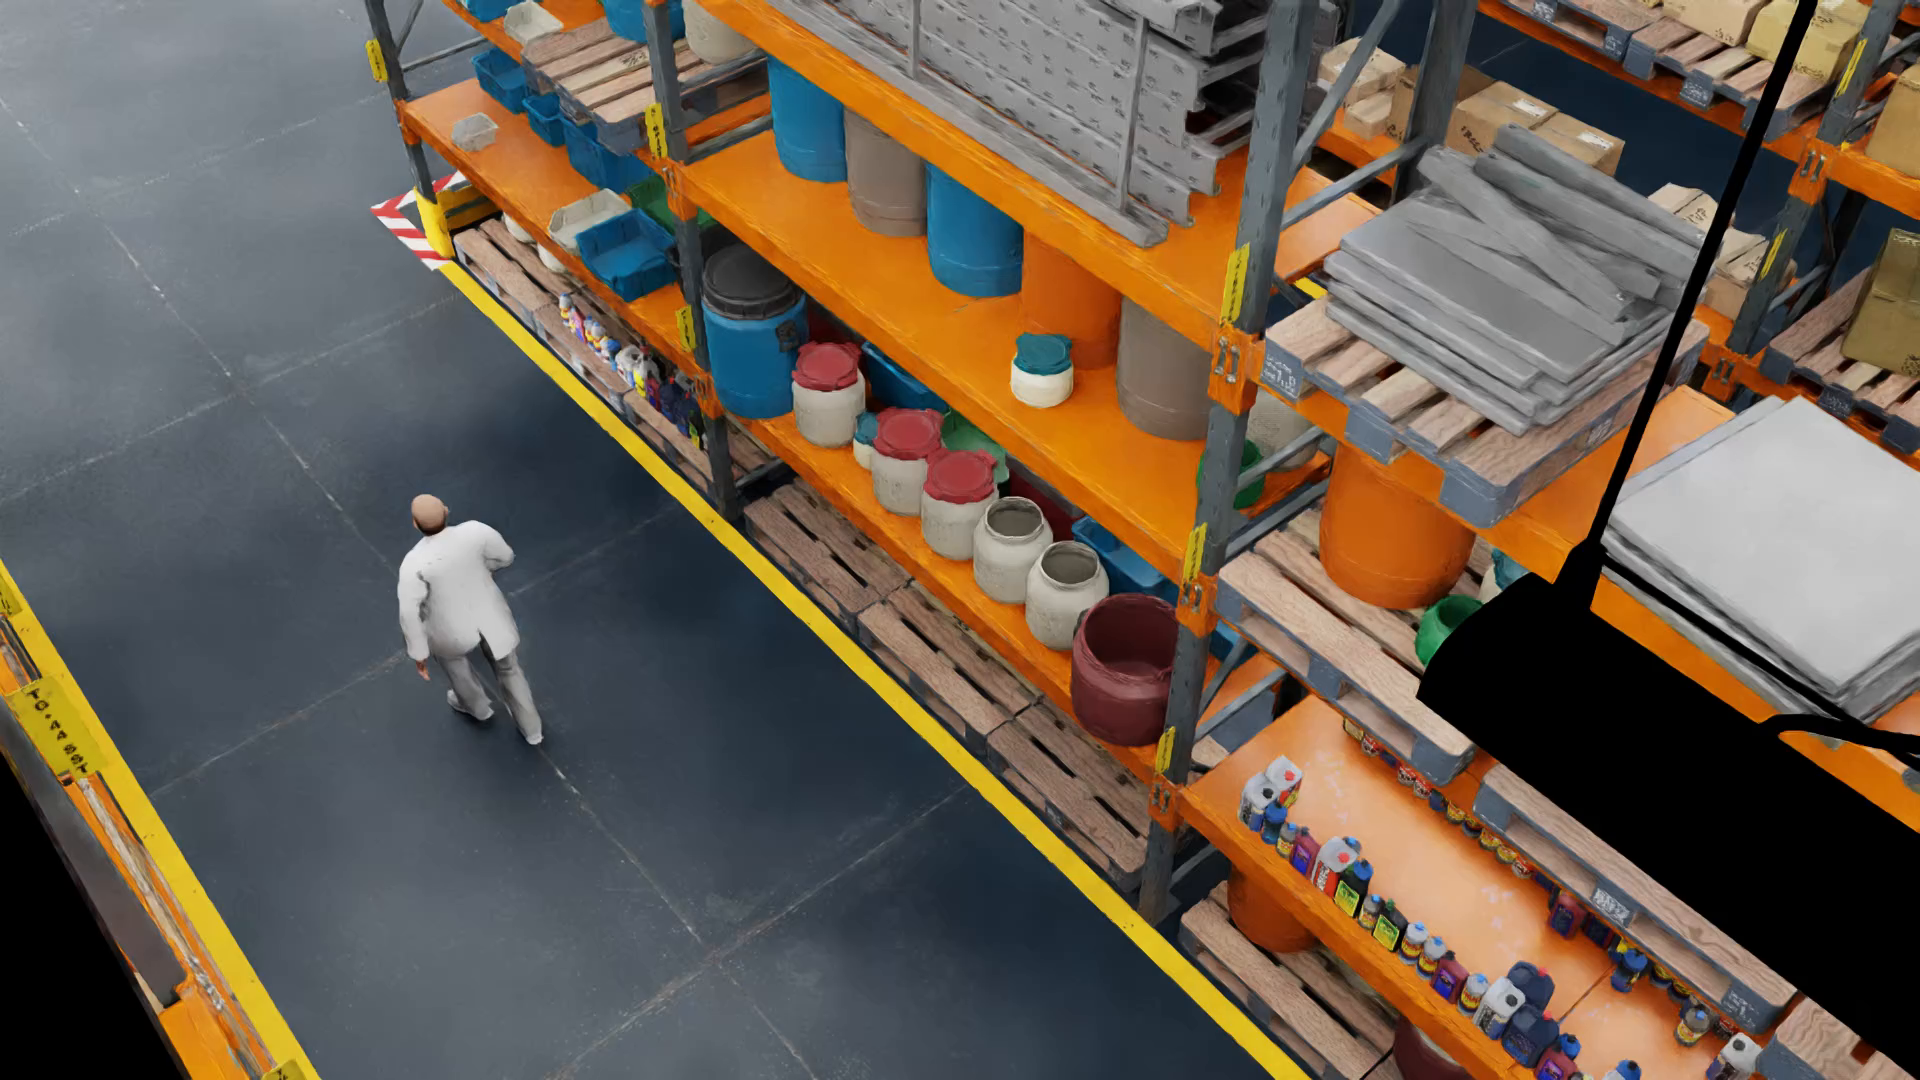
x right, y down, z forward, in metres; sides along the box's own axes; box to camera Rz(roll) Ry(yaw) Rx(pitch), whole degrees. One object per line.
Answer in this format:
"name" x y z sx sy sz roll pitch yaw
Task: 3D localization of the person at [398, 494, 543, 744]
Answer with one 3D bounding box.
"person" -2.797 0.437 9.372 0.750 1.737 0.748 -28 53 -24
